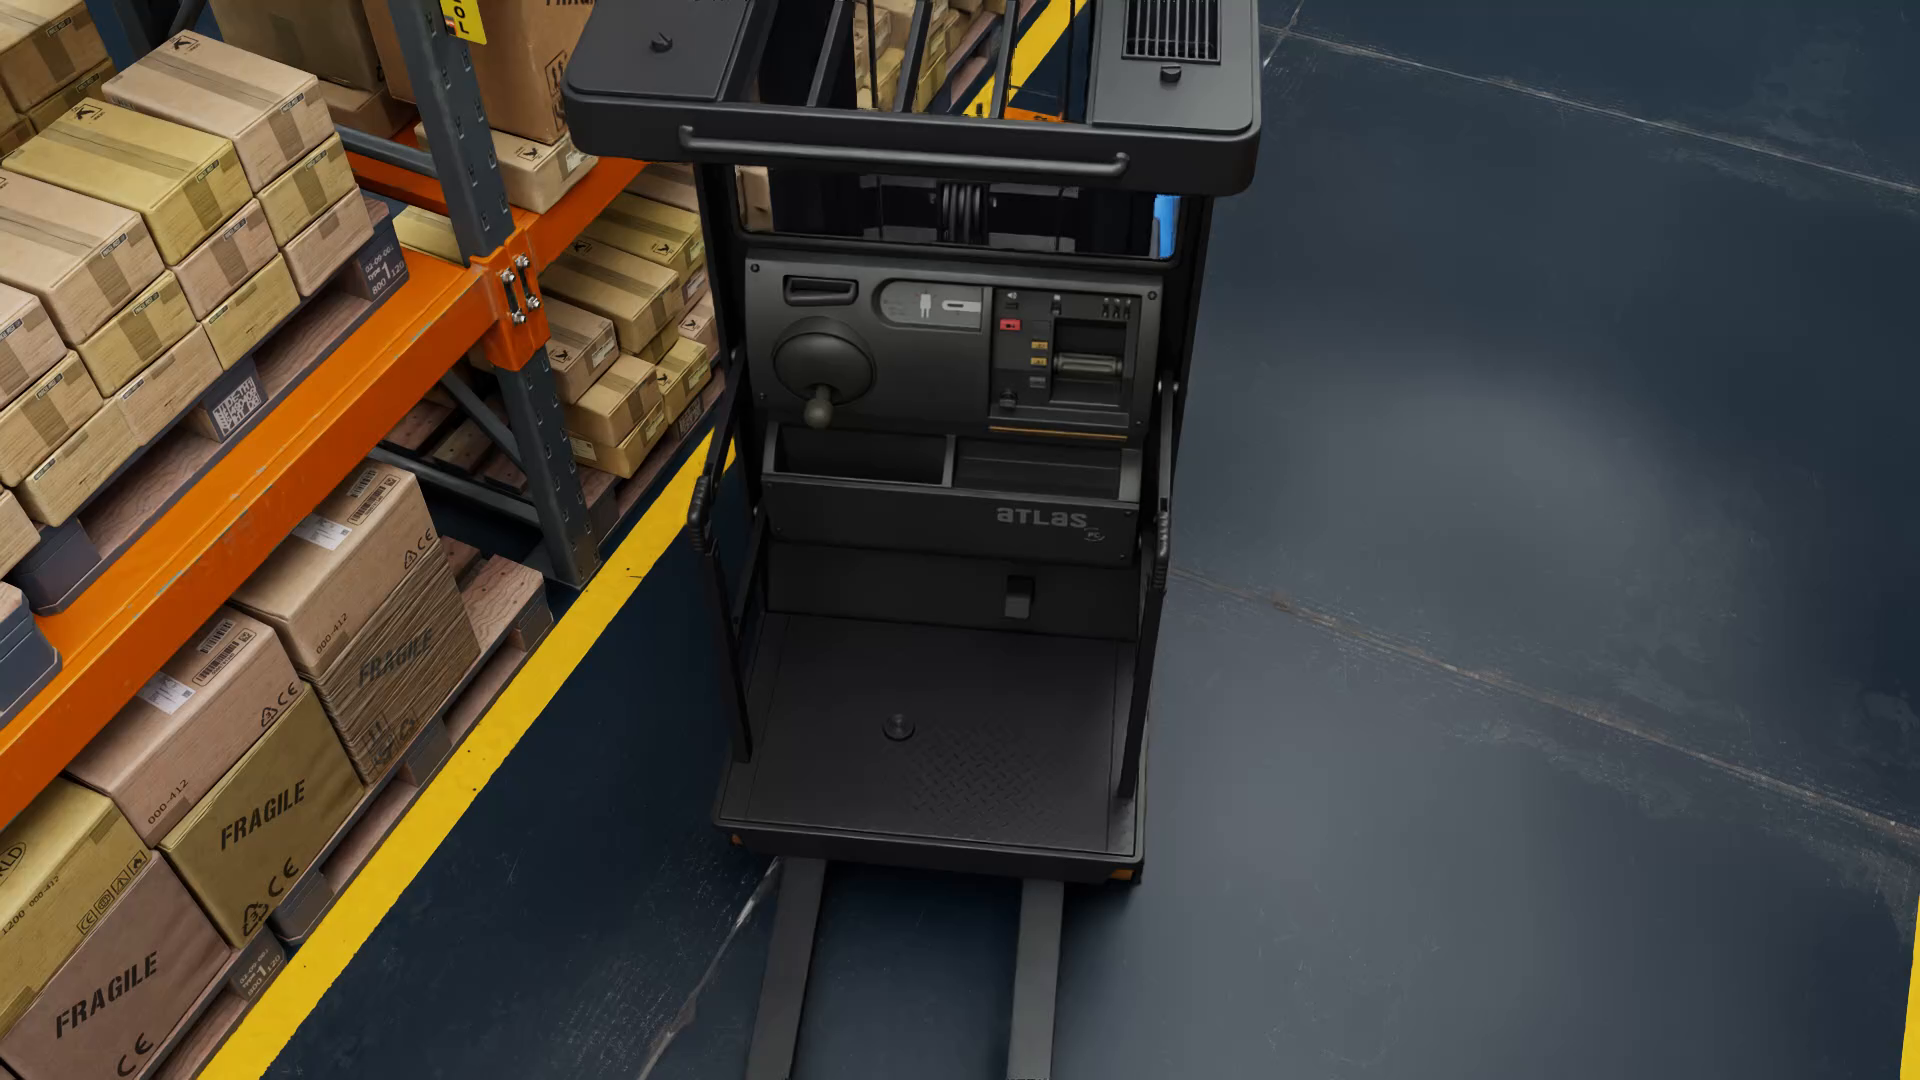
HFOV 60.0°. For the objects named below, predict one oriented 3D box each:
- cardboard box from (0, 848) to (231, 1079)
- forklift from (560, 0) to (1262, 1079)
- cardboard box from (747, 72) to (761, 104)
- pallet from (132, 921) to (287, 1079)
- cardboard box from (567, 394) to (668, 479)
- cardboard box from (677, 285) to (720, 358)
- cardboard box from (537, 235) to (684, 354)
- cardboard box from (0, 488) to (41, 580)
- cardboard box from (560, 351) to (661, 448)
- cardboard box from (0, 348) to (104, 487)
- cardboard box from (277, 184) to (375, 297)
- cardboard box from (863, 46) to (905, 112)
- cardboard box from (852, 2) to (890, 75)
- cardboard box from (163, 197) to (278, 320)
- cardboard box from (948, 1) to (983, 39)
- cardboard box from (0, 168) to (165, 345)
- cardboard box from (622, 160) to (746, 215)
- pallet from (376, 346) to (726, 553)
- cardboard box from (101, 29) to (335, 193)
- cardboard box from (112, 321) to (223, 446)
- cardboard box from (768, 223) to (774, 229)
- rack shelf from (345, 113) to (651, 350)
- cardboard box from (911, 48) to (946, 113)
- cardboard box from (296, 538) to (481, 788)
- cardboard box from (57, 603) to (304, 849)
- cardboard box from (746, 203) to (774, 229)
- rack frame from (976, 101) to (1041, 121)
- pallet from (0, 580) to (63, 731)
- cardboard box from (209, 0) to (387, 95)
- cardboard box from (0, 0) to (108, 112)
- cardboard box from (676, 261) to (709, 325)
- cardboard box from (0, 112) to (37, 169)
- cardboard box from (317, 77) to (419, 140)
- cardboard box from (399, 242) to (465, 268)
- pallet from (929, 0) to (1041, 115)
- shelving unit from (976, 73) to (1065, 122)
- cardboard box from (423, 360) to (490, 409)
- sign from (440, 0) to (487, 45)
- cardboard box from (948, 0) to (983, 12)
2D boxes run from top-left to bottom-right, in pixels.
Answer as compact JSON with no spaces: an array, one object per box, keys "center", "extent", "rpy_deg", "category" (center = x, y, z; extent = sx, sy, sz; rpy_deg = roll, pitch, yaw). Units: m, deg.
[{"center":[-2.122,0.955,3.834],"extent":[0.500,0.500,0.500],"rpy_deg":[19,52,15],"category":"cardboard box"},{"center":[-0.040,-0.323,3.600],"extent":[1.130,2.935,3.031],"rpy_deg":[5,50,4],"category":"forklift"},{"center":[-0.707,-1.501,5.763],"extent":[0.380,0.149,0.250],"rpy_deg":[18,52,15],"category":"cardboard box"},{"center":[-2.442,1.268,4.033],"extent":[1.003,0.211,1.213],"rpy_deg":[20,52,16],"category":"pallet"},{"center":[-1.145,-0.374,5.195],"extent":[0.380,0.149,0.250],"rpy_deg":[18,52,15],"category":"cardboard box"},{"center":[-0.972,-0.745,5.511],"extent":[0.380,0.149,0.250],"rpy_deg":[20,52,16],"category":"cardboard box"},{"center":[-1.086,-0.761,5.133],"extent":[0.380,0.149,0.250],"rpy_deg":[22,53,18],"category":"cardboard box"},{"center":[-2.022,-0.016,3.184],"extent":[0.380,0.149,0.250],"rpy_deg":[18,52,15],"category":"cardboard box"},{"center":[-1.147,-0.470,5.081],"extent":[0.380,0.149,0.250],"rpy_deg":[22,53,18],"category":"cardboard box"},{"center":[-1.916,-0.287,3.219],"extent":[0.380,0.149,0.250],"rpy_deg":[18,52,15],"category":"cardboard box"},{"center":[-1.582,-0.732,3.793],"extent":[0.380,0.149,0.250],"rpy_deg":[19,52,15],"category":"cardboard box"},{"center":[-0.406,-1.733,6.156],"extent":[0.380,0.149,0.250],"rpy_deg":[22,53,18],"category":"cardboard box"},{"center":[-0.480,-1.848,6.058],"extent":[0.380,0.149,0.250],"rpy_deg":[18,52,15],"category":"cardboard box"},{"center":[-1.694,-0.647,3.525],"extent":[0.380,0.149,0.250],"rpy_deg":[20,53,16],"category":"cardboard box"},{"center":[-0.128,-2.188,6.738],"extent":[0.380,0.149,0.250],"rpy_deg":[20,52,16],"category":"cardboard box"},{"center":[-1.812,-0.561,3.256],"extent":[0.380,0.149,0.250],"rpy_deg":[18,52,15],"category":"cardboard box"},{"center":[-0.931,-1.138,5.454],"extent":[0.380,0.149,0.250],"rpy_deg":[19,52,15],"category":"cardboard box"},{"center":[-1.336,-0.586,5.610],"extent":[1.003,0.211,1.213],"rpy_deg":[20,52,16],"category":"pallet"},{"center":[-1.586,-0.923,3.565],"extent":[0.380,0.149,0.250],"rpy_deg":[22,53,18],"category":"cardboard box"},{"center":[-1.801,-0.382,3.495],"extent":[0.380,0.149,0.250],"rpy_deg":[20,52,16],"category":"cardboard box"},{"center":[-0.826,-1.133,5.841],"extent":[0.380,0.149,0.250],"rpy_deg":[18,52,15],"category":"cardboard box"},{"center":[-0.737,-2.160,5.591],"extent":[1.077,0.370,4.000],"rpy_deg":[20,52,16],"category":"rack shelf"},{"center":[-0.274,-1.818,6.423],"extent":[0.380,0.149,0.250],"rpy_deg":[18,52,14],"category":"cardboard box"},{"center":[-1.680,0.250,4.433],"extent":[0.500,0.500,0.500],"rpy_deg":[19,52,15],"category":"cardboard box"},{"center":[-1.912,0.360,3.847],"extent":[0.500,0.250,0.500],"rpy_deg":[22,53,18],"category":"cardboard box"},{"center":[-0.792,-1.219,5.719],"extent":[0.380,0.149,0.250],"rpy_deg":[22,53,18],"category":"cardboard box"},{"center":[0.132,-0.920,5.323],"extent":[0.200,1.050,0.008],"rpy_deg":[15,48,13],"category":"rack frame"},{"center":[-2.491,0.424,3.045],"extent":[1.003,0.211,1.213],"rpy_deg":[20,52,16],"category":"pallet"},{"center":[-1.640,-1.569,4.355],"extent":[0.500,0.500,0.500],"rpy_deg":[20,52,16],"category":"cardboard box"},{"center":[-2.175,-1.142,3.750],"extent":[0.380,0.149,0.250],"rpy_deg":[22,53,18],"category":"cardboard box"},{"center":[-1.049,-0.853,5.407],"extent":[0.380,0.149,0.250],"rpy_deg":[20,52,16],"category":"cardboard box"},{"center":[-2.284,-0.866,3.711],"extent":[0.380,0.149,0.250],"rpy_deg":[19,52,15],"category":"cardboard box"},{"center":[-1.681,-1.207,4.473],"extent":[0.380,0.149,0.250],"rpy_deg":[19,52,16],"category":"cardboard box"},{"center":[-1.675,-0.750,5.124],"extent":[0.380,0.149,0.250],"rpy_deg":[21,53,17],"category":"cardboard box"},{"center":[-0.294,-2.266,7.040],"extent":[1.003,0.211,1.213],"rpy_deg":[20,52,16],"category":"pallet"},{"center":[0.174,-1.002,5.403],"extent":[0.215,1.050,0.252],"rpy_deg":[15,48,13],"category":"shelving unit"},{"center":[-1.732,-0.609,5.395],"extent":[0.380,0.149,0.250],"rpy_deg":[20,53,17],"category":"cardboard box"},{"center":[-1.088,-1.213,3.552],"extent":[0.100,0.325,0.005],"rpy_deg":[20,52,16],"category":"sign"},{"center":[-0.070,-2.264,6.608],"extent":[0.380,0.149,0.250],"rpy_deg":[18,52,15],"category":"cardboard box"}]
